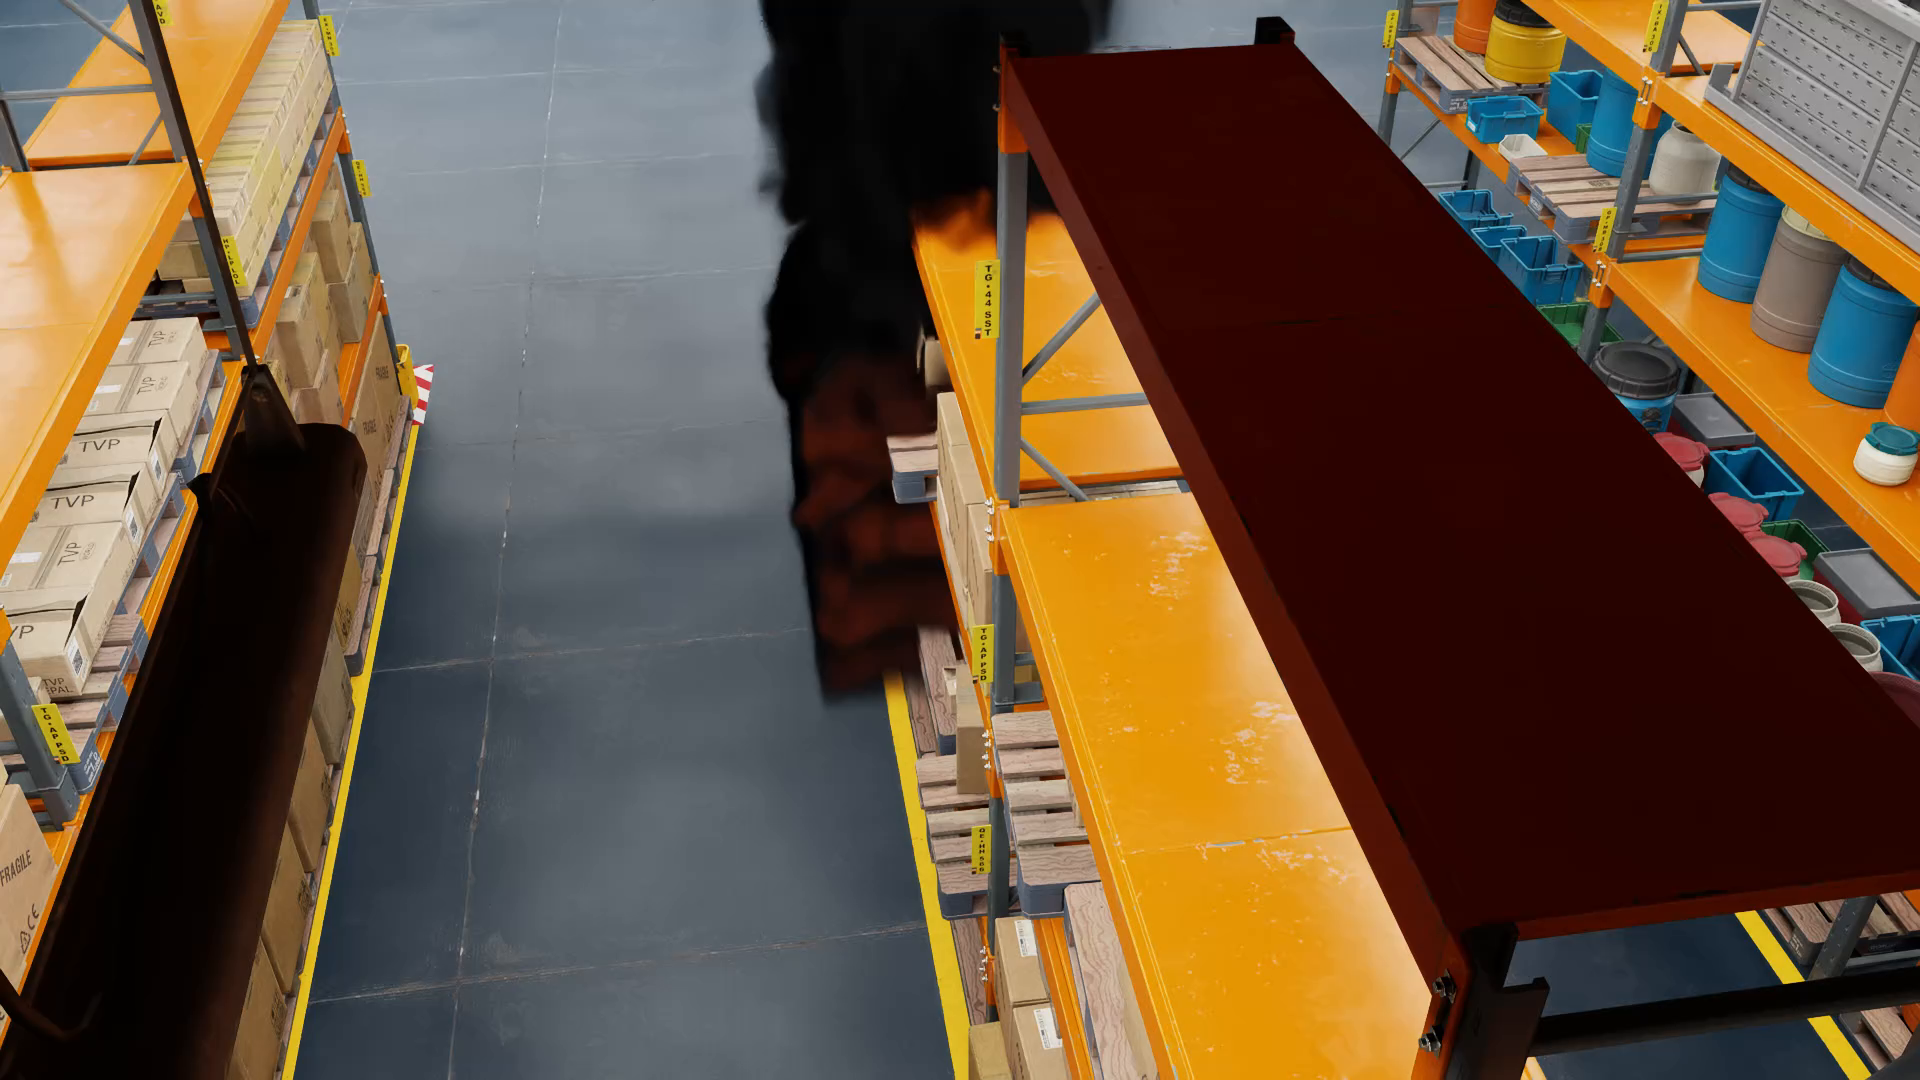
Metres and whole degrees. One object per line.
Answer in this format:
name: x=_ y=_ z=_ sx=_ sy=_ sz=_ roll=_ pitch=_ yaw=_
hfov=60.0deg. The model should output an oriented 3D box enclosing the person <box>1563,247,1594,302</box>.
person: x=5.814 y=-2.992 z=15.587 sx=0.699 sy=1.834 sz=0.733 roll=-22 pitch=41 yaw=-27
